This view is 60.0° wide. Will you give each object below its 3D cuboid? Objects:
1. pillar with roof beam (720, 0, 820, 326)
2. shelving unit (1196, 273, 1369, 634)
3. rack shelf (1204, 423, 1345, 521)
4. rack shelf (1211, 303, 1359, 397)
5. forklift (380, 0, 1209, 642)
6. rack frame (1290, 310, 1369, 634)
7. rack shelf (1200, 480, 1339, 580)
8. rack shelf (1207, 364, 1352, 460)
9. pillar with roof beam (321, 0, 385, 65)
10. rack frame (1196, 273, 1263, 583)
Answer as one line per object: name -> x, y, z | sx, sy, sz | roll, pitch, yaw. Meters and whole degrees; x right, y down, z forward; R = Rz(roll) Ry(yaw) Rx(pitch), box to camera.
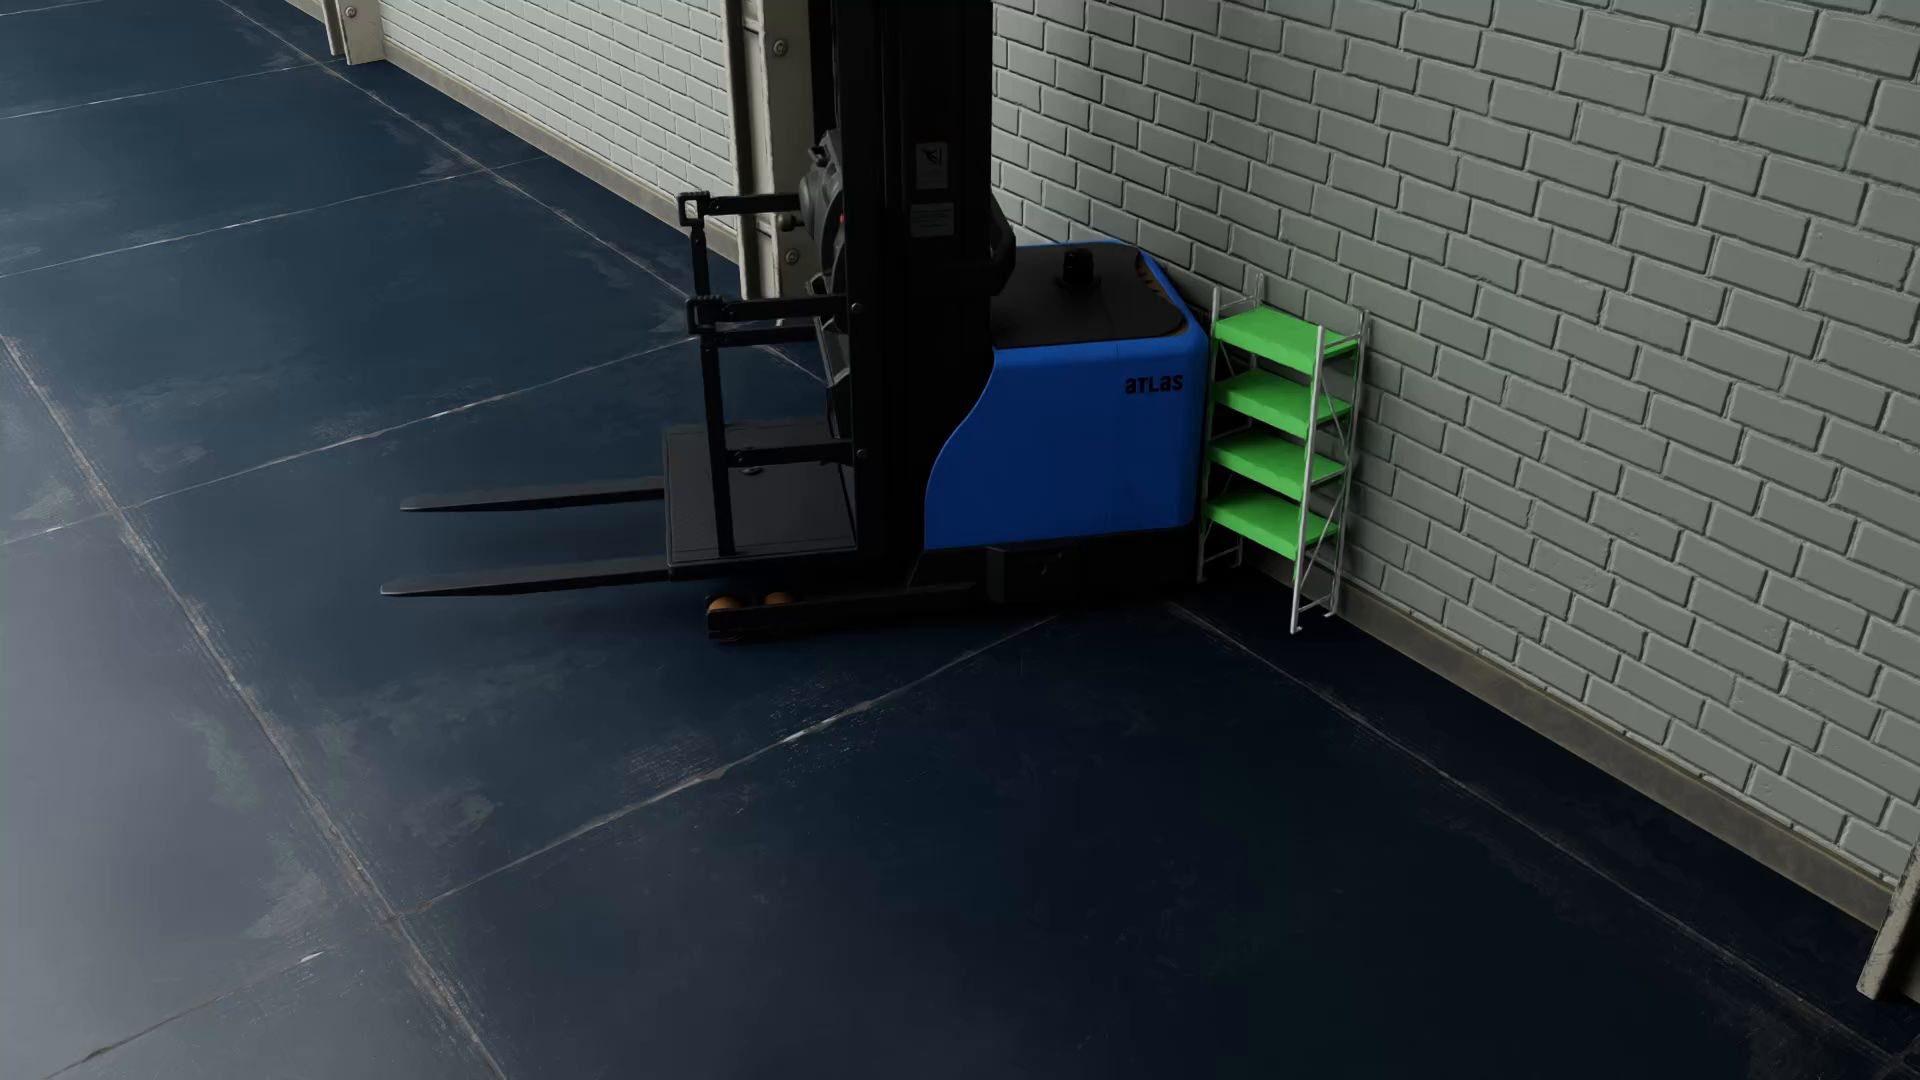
pillar with roof beam -> -4.304, -3.628, 4.062 | 9.100, 9.000, 0.400 | -22, 38, -31
shelving unit -> 1.157, -0.311, 6.074 | 0.258, 1.200, 0.503 | -21, 34, -32
rack shelf -> 1.158, -0.254, 6.104 | 0.258, 0.148, 0.480 | -21, 34, -32
rack shelf -> 1.151, -0.678, 5.879 | 0.258, 0.148, 0.480 | -21, 34, -32
forklift -> -0.662, -1.169, 5.854 | 3.031, 2.935, 1.130 | -5, 32, -8
rack frame -> 1.306, -0.221, 5.903 | 0.240, 1.200, 0.015 | -21, 34, -32
rack shelf -> 1.161, -0.042, 6.217 | 0.258, 0.148, 0.480 | -21, 34, -32
rack shelf -> 1.155, -0.466, 5.991 | 0.258, 0.148, 0.480 | -21, 34, -32
pillar with roof beam -> -7.983, -6.129, 8.088 | 9.100, 9.000, 0.400 | -22, 38, -31
rack frame -> 1.008, -0.400, 6.246 | 0.240, 1.200, 0.015 | -21, 34, -32
